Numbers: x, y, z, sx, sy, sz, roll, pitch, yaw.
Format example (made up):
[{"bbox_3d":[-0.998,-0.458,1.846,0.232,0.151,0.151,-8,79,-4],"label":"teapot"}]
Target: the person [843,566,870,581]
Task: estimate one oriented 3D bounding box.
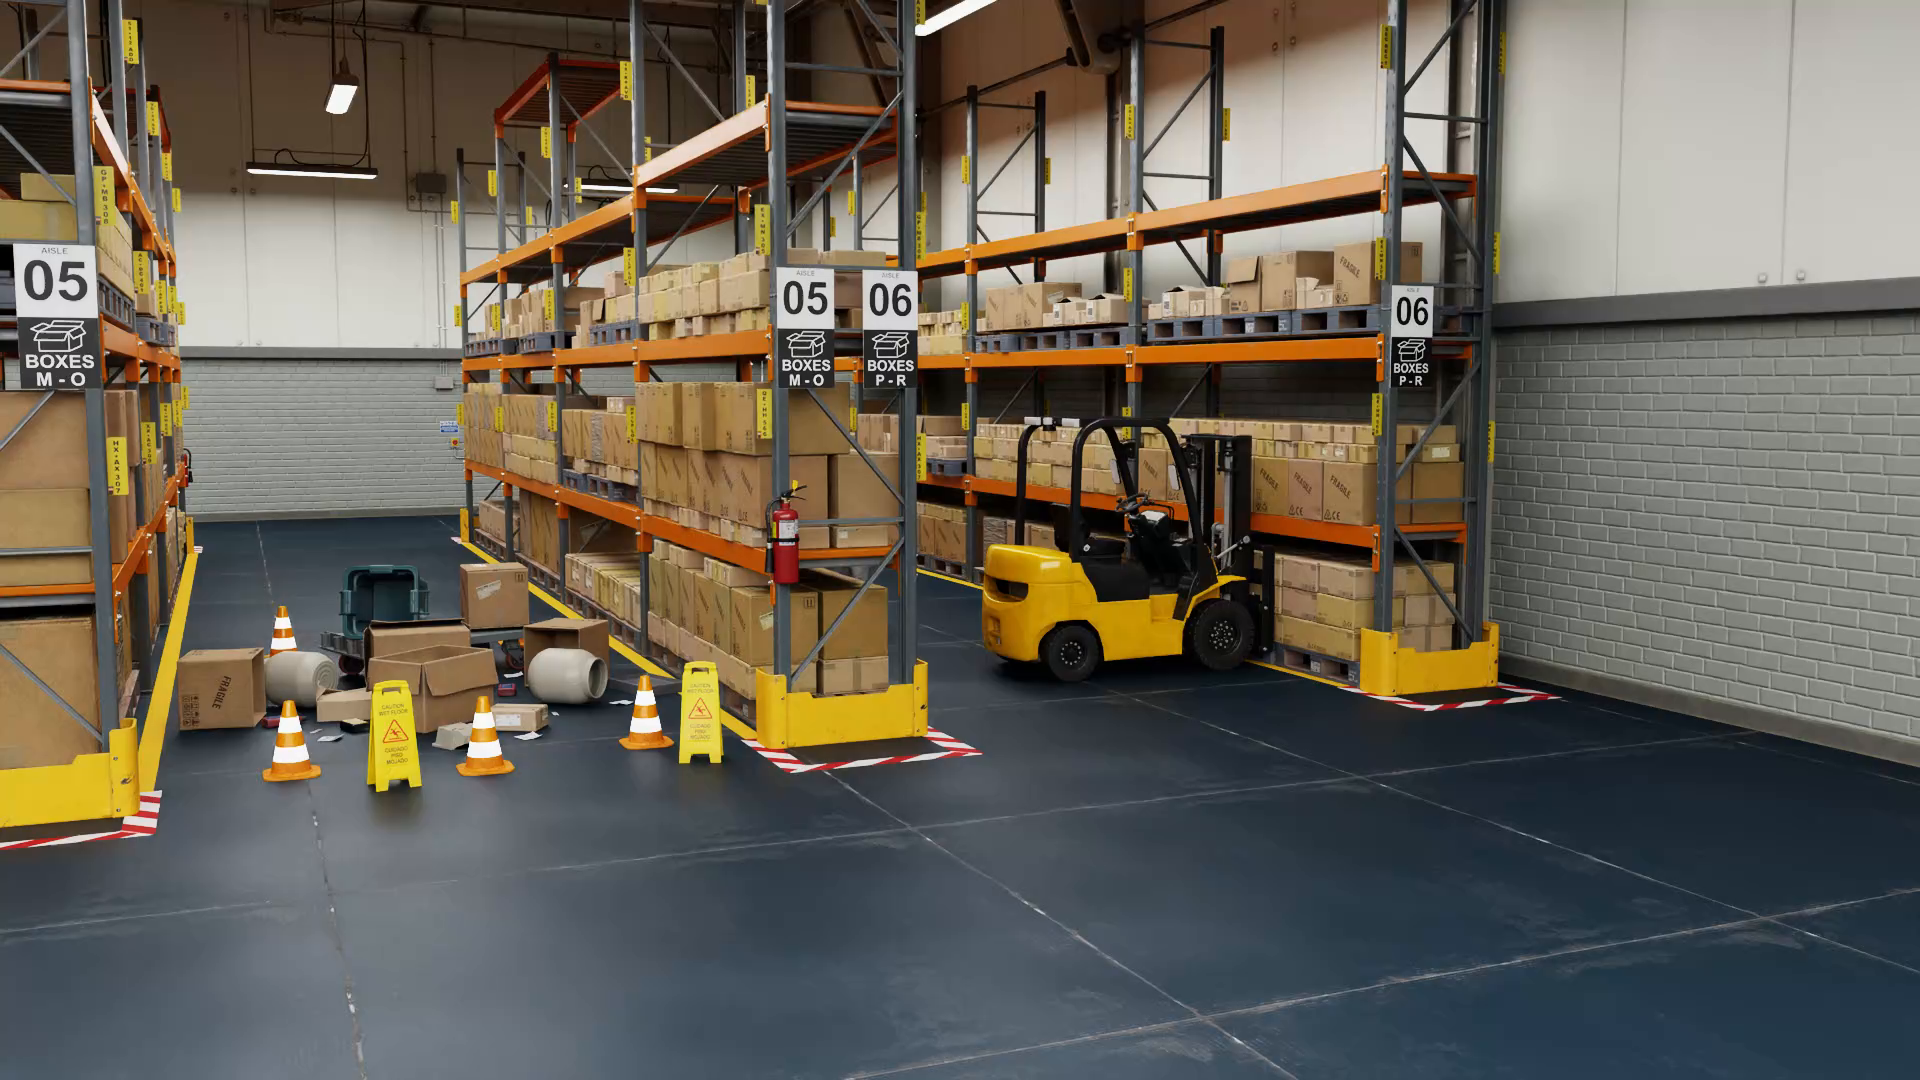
[{"bbox_3d":[-1.087,-0.009,16.764,0.577,1.761,0.502,-2,6,-24],"label":"person"}]
